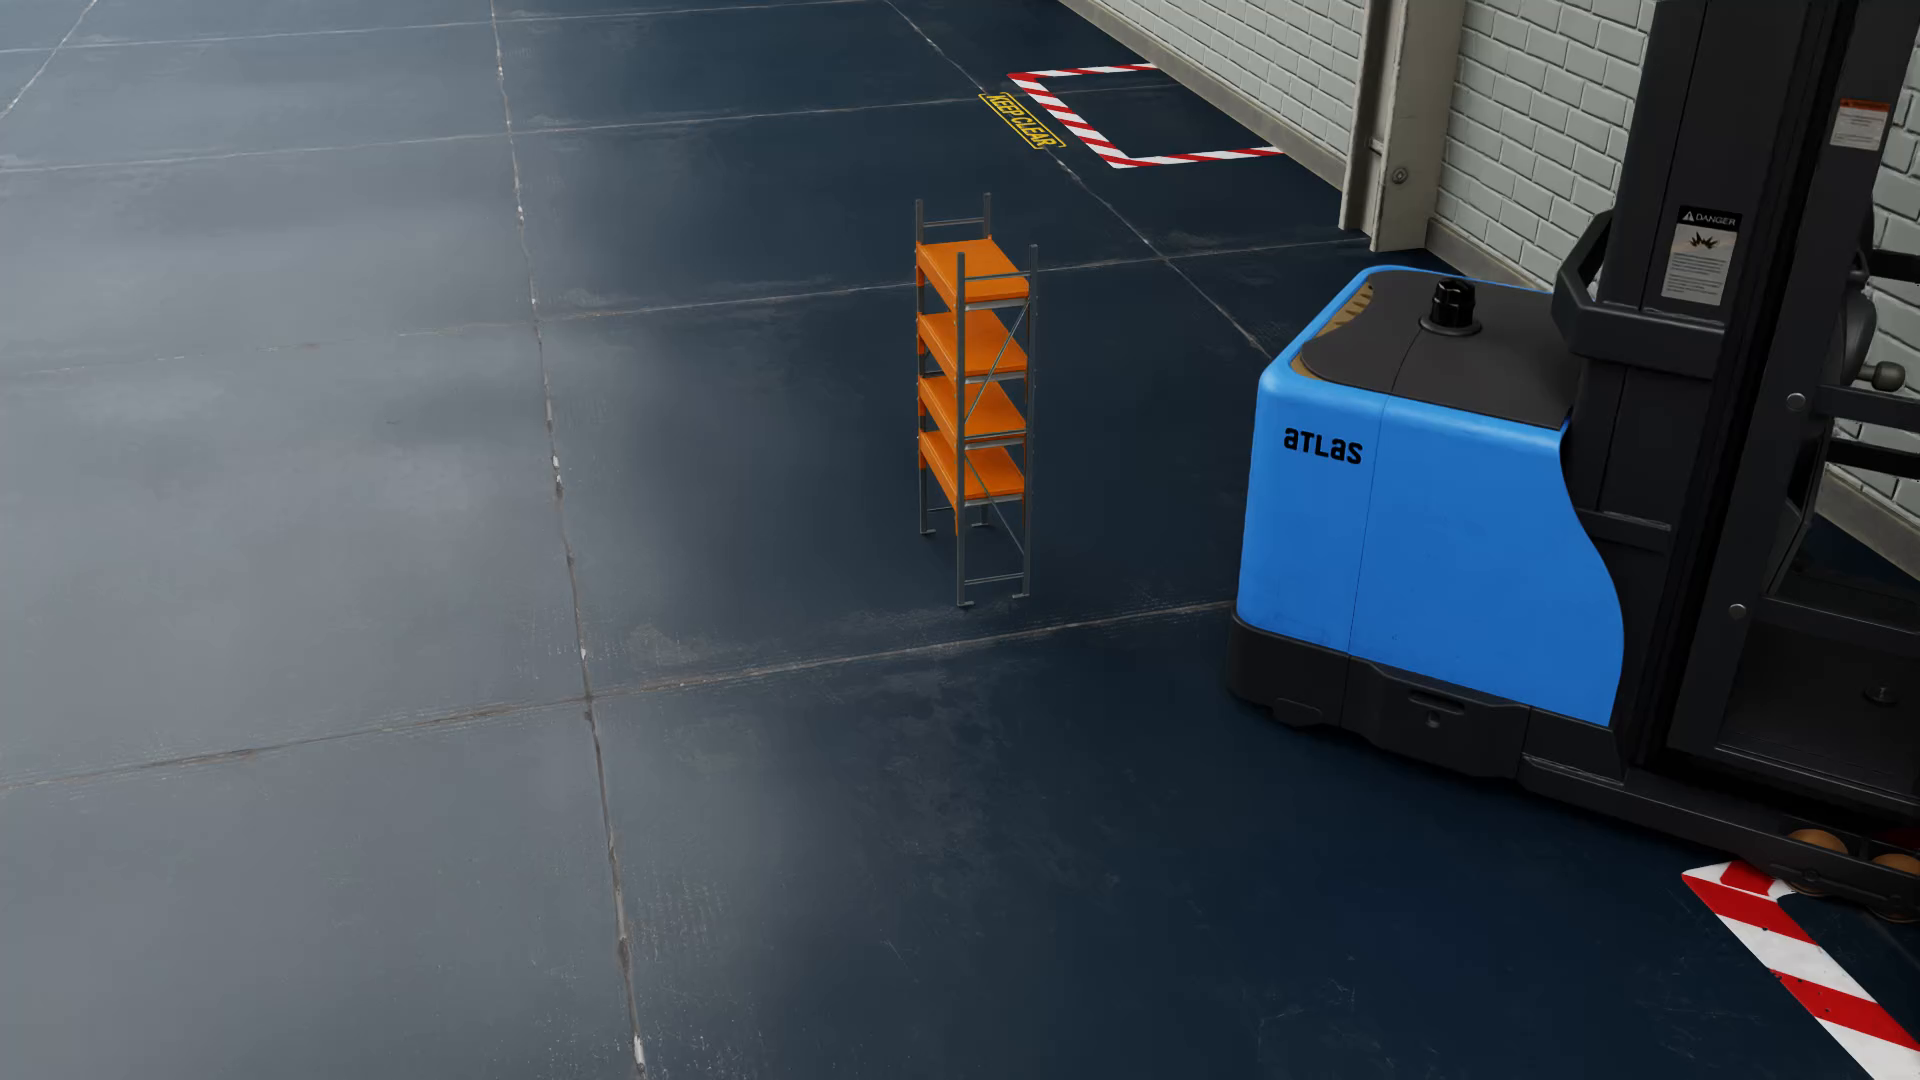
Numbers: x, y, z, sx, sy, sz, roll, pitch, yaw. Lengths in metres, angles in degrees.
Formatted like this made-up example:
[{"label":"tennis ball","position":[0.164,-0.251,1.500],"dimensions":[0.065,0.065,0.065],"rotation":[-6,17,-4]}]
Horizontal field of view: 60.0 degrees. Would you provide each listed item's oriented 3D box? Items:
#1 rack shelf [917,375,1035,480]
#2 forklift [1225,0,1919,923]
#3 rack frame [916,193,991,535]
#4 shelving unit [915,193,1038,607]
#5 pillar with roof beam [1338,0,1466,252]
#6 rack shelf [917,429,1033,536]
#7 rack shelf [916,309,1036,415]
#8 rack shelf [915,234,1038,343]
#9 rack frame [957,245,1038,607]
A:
[{"label":"rack shelf","position":[0.044,-0.381,5.345],"dimensions":[0.258,0.148,0.480],"rotation":[-8,31,-13]},{"label":"forklift","position":[2.318,-0.628,3.909],"dimensions":[3.031,2.935,1.130],"rotation":[16,34,25]},{"label":"rack frame","position":[-0.021,-0.557,5.515],"dimensions":[0.240,1.200,0.015],"rotation":[-8,31,-13]},{"label":"shelving unit","position":[0.044,-0.439,5.311],"dimensions":[0.258,1.200,0.503],"rotation":[-8,31,-13]},{"label":"pillar with roof beam","position":[-2.011,-4.856,5.157],"dimensions":[9.100,9.000,0.400],"rotation":[-8,31,-13]},{"label":"rack shelf","position":[0.044,-0.209,5.444],"dimensions":[0.258,0.148,0.480],"rotation":[-8,31,-13]},{"label":"rack shelf","position":[0.044,-0.575,5.233],"dimensions":[0.258,0.148,0.480],"rotation":[-8,31,-13]},{"label":"rack shelf","position":[0.044,-0.779,5.114],"dimensions":[0.258,0.148,0.480],"rotation":[-8,31,-13]},{"label":"rack frame","position":[0.109,-0.321,5.108],"dimensions":[0.240,1.200,0.015],"rotation":[-8,31,-13]}]
